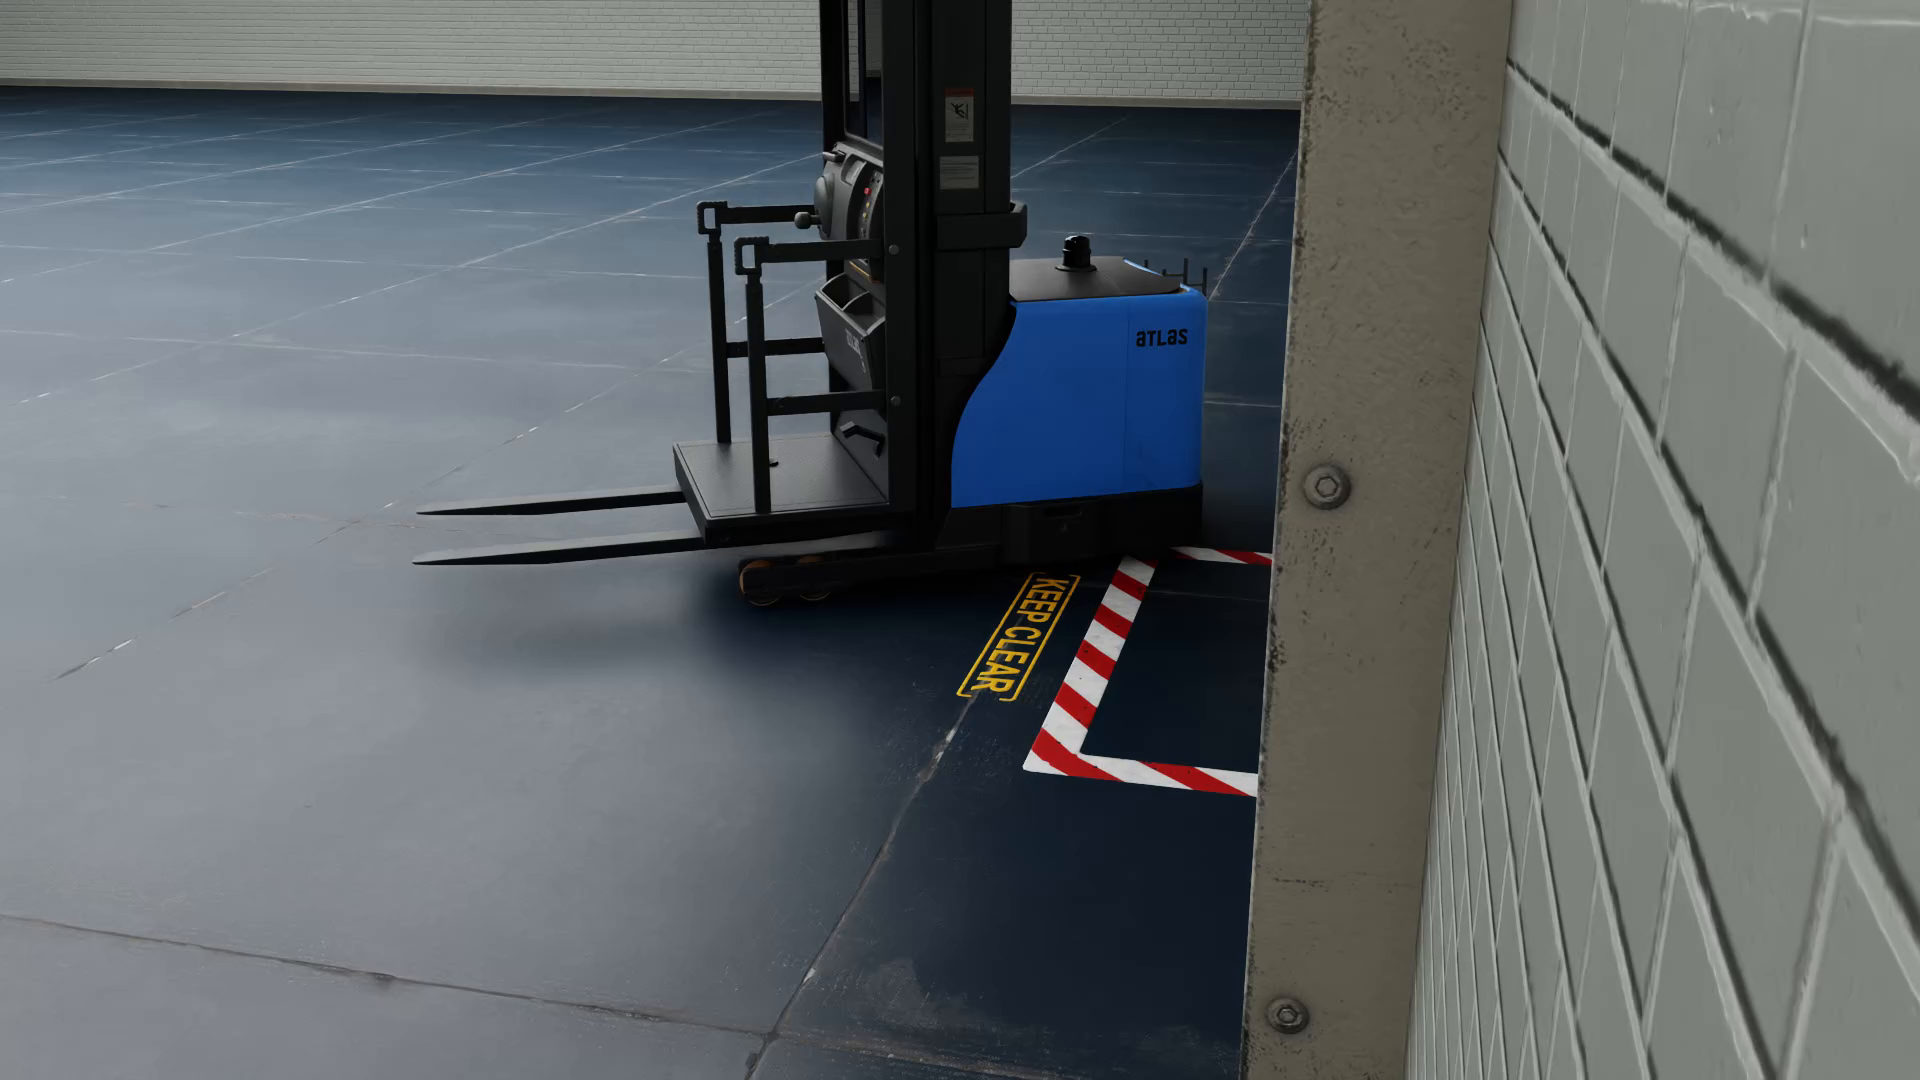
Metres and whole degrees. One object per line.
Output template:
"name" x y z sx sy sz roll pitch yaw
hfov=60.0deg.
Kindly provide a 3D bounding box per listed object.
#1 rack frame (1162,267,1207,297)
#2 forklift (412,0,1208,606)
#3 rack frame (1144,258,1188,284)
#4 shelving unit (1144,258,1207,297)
"rack frame" 0.949 -0.651 7.194 0.200 1.050 0.008 -4 19 -11
"forklift" -0.606 -1.331 6.275 3.031 2.935 1.130 -5 20 -15
"rack frame" 0.899 -0.728 7.420 0.200 1.050 0.008 -4 19 -11
"shelving unit" 0.924 -0.690 7.307 0.215 1.050 0.252 -4 19 -11
